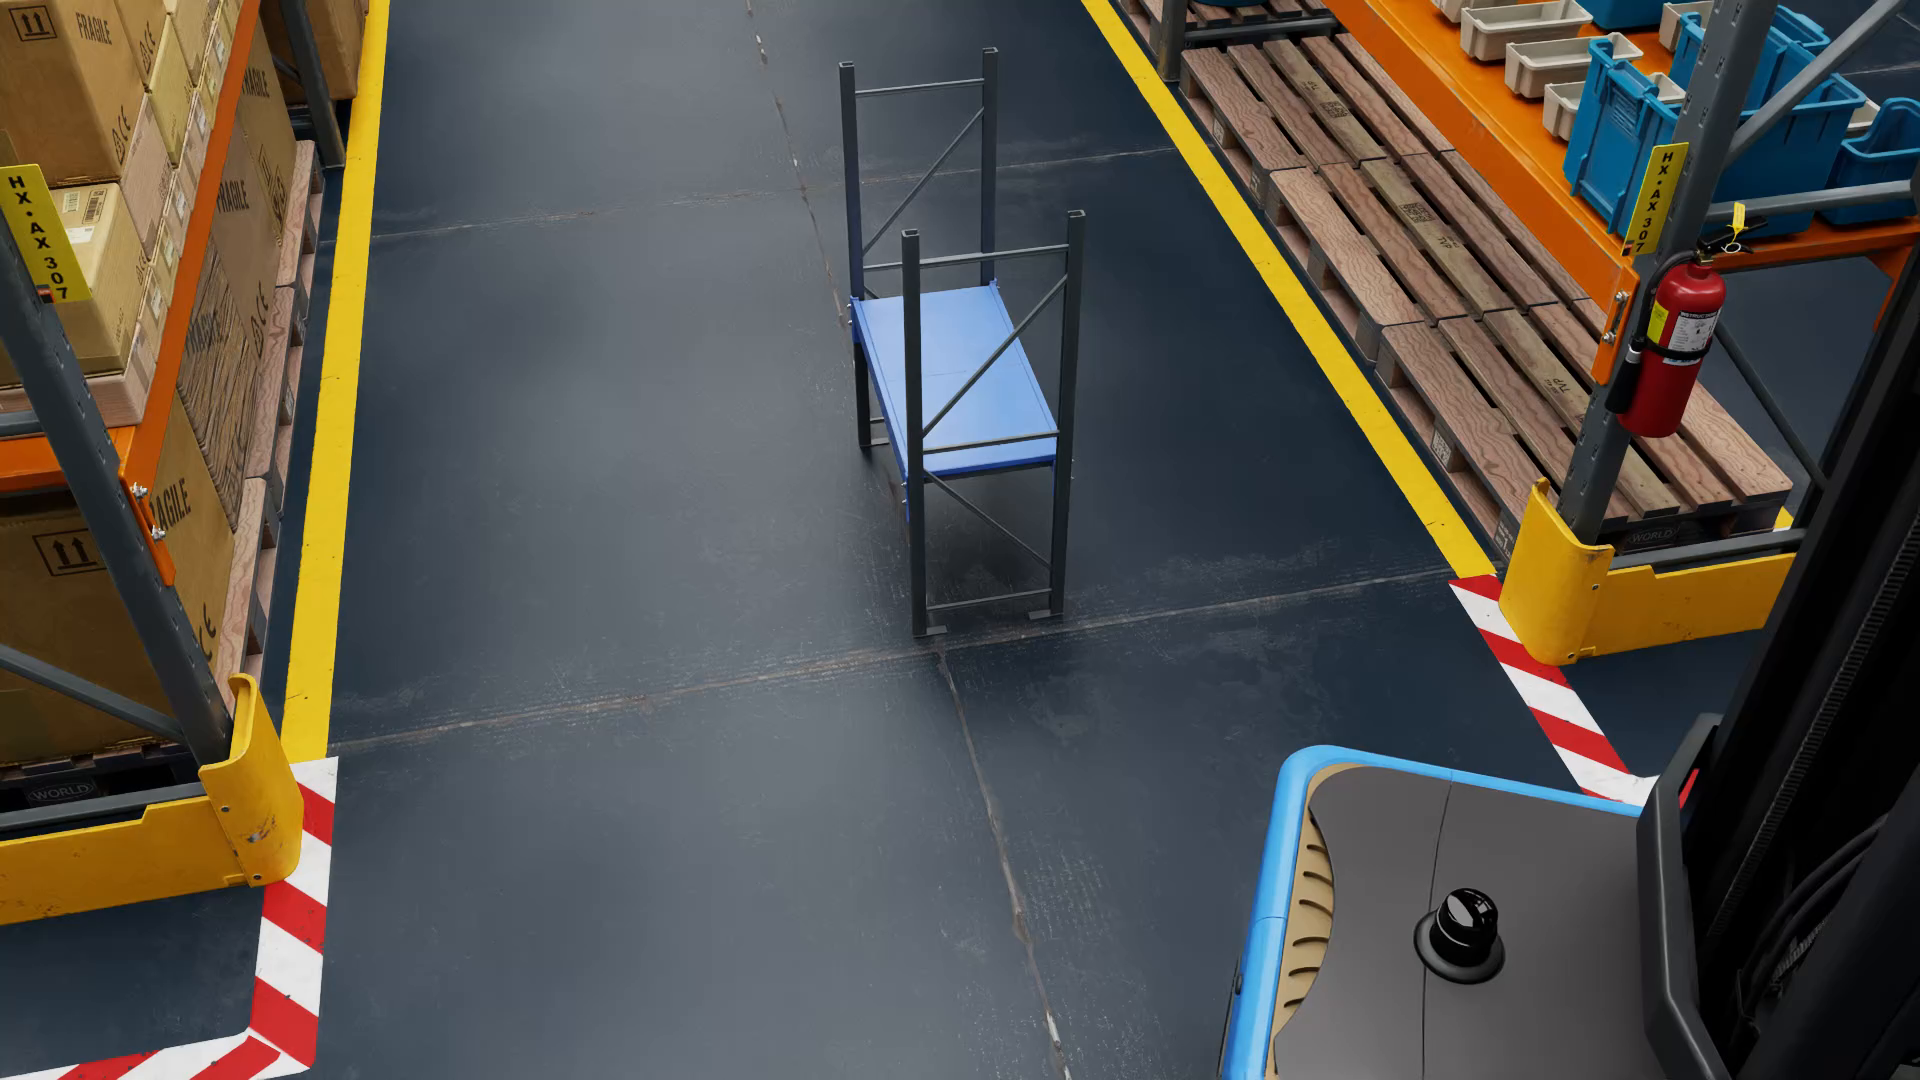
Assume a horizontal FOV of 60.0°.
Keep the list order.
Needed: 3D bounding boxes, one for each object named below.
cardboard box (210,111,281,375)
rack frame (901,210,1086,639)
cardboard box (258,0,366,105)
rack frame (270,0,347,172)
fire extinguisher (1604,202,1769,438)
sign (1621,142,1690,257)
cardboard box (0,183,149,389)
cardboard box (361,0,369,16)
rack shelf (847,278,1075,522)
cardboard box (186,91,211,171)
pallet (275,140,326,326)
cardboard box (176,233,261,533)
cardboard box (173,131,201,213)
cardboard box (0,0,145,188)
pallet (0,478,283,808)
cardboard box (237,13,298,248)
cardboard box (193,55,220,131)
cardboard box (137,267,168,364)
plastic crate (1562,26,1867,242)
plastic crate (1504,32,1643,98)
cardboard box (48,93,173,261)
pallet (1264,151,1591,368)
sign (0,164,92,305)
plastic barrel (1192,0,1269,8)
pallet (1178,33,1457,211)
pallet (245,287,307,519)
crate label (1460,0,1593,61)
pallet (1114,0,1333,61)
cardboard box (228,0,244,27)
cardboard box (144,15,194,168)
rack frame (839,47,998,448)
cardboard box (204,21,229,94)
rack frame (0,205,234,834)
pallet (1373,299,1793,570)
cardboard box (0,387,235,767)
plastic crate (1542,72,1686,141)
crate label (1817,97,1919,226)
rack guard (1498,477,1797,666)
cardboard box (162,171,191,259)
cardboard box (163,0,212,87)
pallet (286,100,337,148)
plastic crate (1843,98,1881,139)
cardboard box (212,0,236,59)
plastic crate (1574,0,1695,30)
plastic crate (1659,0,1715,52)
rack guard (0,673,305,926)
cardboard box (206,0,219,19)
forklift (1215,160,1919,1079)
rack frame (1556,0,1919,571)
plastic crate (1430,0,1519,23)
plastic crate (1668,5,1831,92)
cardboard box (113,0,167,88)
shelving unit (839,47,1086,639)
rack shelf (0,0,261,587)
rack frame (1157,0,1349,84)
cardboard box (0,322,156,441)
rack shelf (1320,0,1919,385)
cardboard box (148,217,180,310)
[{"bbox_3d":[-3.082,-1.143,6.062,0.875,0.875,0.875,-8,42,-9],"label":"cardboard box"},{"bbox_3d":[0.091,-0.287,4.943,0.500,1.500,0.032,-8,42,-9],"label":"rack frame"},{"bbox_3d":[-3.498,-2.578,7.678,1.225,0.875,0.875,-8,42,-9],"label":"cardboard box"},{"bbox_3d":[-3.341,-2.803,6.648,1.000,3.000,0.127,-8,42,-9],"label":"rack frame"},{"bbox_3d":[1.948,-0.589,4.493,0.296,0.674,0.183,-8,42,-9],"label":"fire extinguisher"},{"bbox_3d":[1.825,-0.892,4.372,0.100,0.325,0.005,-8,42,-9],"label":"sign"},{"bbox_3d":[-2.317,-0.615,4.073,0.500,0.250,0.500,-9,42,-10],"label":"cardboard box"},{"bbox_3d":[-3.692,-3.157,8.331,1.225,0.875,0.875,-10,43,-11],"label":"cardboard box"},{"bbox_3d":[-0.018,-0.482,5.434,0.538,0.185,1.000,-8,42,-9],"label":"rack shelf"},{"bbox_3d":[-2.511,-1.227,5.062,0.380,0.149,0.250,-9,42,-10],"label":"cardboard box"},{"bbox_3d":[-3.253,-1.256,7.006,1.003,0.211,1.213,-8,42,-9],"label":"pallet"},{"bbox_3d":[-2.890,-0.566,5.412,0.875,0.875,0.875,-8,42,-9],"label":"cardboard box"},{"bbox_3d":[-2.455,-1.060,4.873,0.380,0.149,0.250,-9,42,-10],"label":"cardboard box"},{"bbox_3d":[-2.425,-1.220,4.189,0.500,0.500,0.500,-9,42,-10],"label":"cardboard box"},{"bbox_3d":[-2.726,0.325,5.224,1.003,0.211,1.213,-8,42,-9],"label":"pallet"},{"bbox_3d":[-3.276,-1.726,6.719,0.875,0.875,0.875,-8,42,-9],"label":"cardboard box"},{"bbox_3d":[-2.565,-1.391,5.246,0.380,0.149,0.250,-9,42,-10],"label":"cardboard box"},{"bbox_3d":[-2.288,-0.560,4.310,0.380,0.149,0.250,-9,42,-10],"label":"cardboard box"},{"bbox_3d":[2.104,-1.146,4.710,0.616,0.435,0.499,-8,42,-9],"label":"plastic crate"},{"bbox_3d":[1.958,-1.537,5.375,0.396,0.136,0.243,-8,42,-9],"label":"plastic crate"},{"bbox_3d":[-2.436,-0.951,4.451,0.500,0.250,0.500,-9,42,-10],"label":"cardboard box"},{"bbox_3d":[1.959,-1.207,6.950,1.003,0.211,1.213,-8,42,-9],"label":"pallet"},{"bbox_3d":[-1.934,-0.639,3.499,0.100,0.325,0.005,-8,42,-9],"label":"sign"},{"bbox_3d":[1.395,-3.240,8.405,0.600,0.901,0.708,-8,42,-9],"label":"plastic barrel"},{"bbox_3d":[1.692,-1.999,7.843,1.003,0.211,1.213,-8,42,-9],"label":"pallet"},{"bbox_3d":[-2.986,-0.464,6.114,1.003,0.211,1.213,-8,42,-9],"label":"pallet"},{"bbox_3d":[1.874,-1.714,5.574,0.396,0.136,0.243,-8,42,-9],"label":"crate label"},{"bbox_3d":[1.370,-2.976,8.944,1.003,0.211,1.213,-8,42,-9],"label":"pallet"},{"bbox_3d":[-2.732,-1.892,5.811,0.380,0.149,0.250,-8,42,-8],"label":"cardboard box"},{"bbox_3d":[-2.541,-1.278,4.819,0.500,0.250,0.500,-10,43,-11],"label":"cardboard box"},{"bbox_3d":[-0.128,-0.946,5.686,0.500,1.500,0.032,-8,42,-9],"label":"rack frame"},{"bbox_3d":[-2.623,-1.560,5.438,0.380,0.149,0.250,-8,42,-9],"label":"cardboard box"},{"bbox_3d":[-2.477,-0.210,3.727,1.000,3.000,0.127,-8,42,-9],"label":"rack frame"},{"bbox_3d":[2.219,-0.417,6.061,1.003,0.211,1.213,-8,42,-9],"label":"pallet"},{"bbox_3d":[-2.693,0.024,4.748,0.875,0.875,0.875,-8,42,-9],"label":"cardboard box"},{"bbox_3d":[2.006,-1.347,5.161,0.396,0.136,0.243,-8,42,-9],"label":"plastic crate"},{"bbox_3d":[2.627,-1.087,4.796,0.416,0.233,0.303,-8,42,-9],"label":"crate label"},{"bbox_3d":[2.377,0.028,5.341,1.175,0.500,0.348,-8,42,-9],"label":"rack guard"},{"bbox_3d":[-2.401,-0.895,4.688,0.380,0.149,0.250,-9,42,-10],"label":"cardboard box"},{"bbox_3d":[-2.658,-1.615,5.199,0.500,0.250,0.500,-9,42,-10],"label":"cardboard box"},{"bbox_3d":[-3.581,-2.250,8.125,1.003,0.211,1.213,-8,42,-9],"label":"pallet"},{"bbox_3d":[2.639,-1.271,5.076,0.250,0.136,0.298,-8,42,-9],"label":"plastic crate"},{"bbox_3d":[-2.677,-1.726,5.624,0.380,0.149,0.250,-9,42,-10],"label":"cardboard box"},{"bbox_3d":[2.343,-1.941,5.758,0.416,0.233,0.300,-8,42,-9],"label":"plastic crate"},{"bbox_3d":[2.492,-1.711,5.571,0.250,0.136,0.298,-8,42,-9],"label":"plastic crate"},{"bbox_3d":[-2.472,0.740,4.540,1.175,0.500,0.348,-8,42,-9],"label":"rack guard"},{"bbox_3d":[-2.765,-1.944,5.569,0.500,0.250,0.500,-8,42,-8],"label":"cardboard box"},{"bbox_3d":[2.038,0.708,2.745,3.031,2.935,1.130,10,43,11],"label":"forklift"},{"bbox_3d":[2.359,-0.920,4.527,1.000,3.000,0.127,-8,42,-9],"label":"rack frame"},{"bbox_3d":[1.792,-1.903,5.787,0.298,0.136,0.250,-8,42,-9],"label":"plastic crate"},{"bbox_3d":[2.485,-1.514,5.277,0.416,0.233,0.300,-8,42,-9],"label":"plastic crate"},{"bbox_3d":[-2.543,-1.555,4.566,0.500,0.500,0.500,-9,42,-10],"label":"cardboard box"},{"bbox_3d":[-0.018,-0.616,5.314,0.538,1.500,1.048,-8,42,-9],"label":"shelving unit"},{"bbox_3d":[-2.909,-1.238,5.427,1.077,0.370,4.000,-8,42,-9],"label":"rack shelf"},{"bbox_3d":[1.496,-3.513,7.448,1.000,3.000,0.127,-8,42,-9],"label":"rack frame"},{"bbox_3d":[-2.232,-0.394,4.123,0.380,0.149,0.250,-8,42,-9],"label":"cardboard box"},{"bbox_3d":[1.927,-1.947,6.226,1.077,0.370,4.000,-8,42,-9],"label":"rack shelf"},{"bbox_3d":[-2.344,-0.726,4.497,0.380,0.149,0.250,-9,42,-10],"label":"cardboard box"}]
